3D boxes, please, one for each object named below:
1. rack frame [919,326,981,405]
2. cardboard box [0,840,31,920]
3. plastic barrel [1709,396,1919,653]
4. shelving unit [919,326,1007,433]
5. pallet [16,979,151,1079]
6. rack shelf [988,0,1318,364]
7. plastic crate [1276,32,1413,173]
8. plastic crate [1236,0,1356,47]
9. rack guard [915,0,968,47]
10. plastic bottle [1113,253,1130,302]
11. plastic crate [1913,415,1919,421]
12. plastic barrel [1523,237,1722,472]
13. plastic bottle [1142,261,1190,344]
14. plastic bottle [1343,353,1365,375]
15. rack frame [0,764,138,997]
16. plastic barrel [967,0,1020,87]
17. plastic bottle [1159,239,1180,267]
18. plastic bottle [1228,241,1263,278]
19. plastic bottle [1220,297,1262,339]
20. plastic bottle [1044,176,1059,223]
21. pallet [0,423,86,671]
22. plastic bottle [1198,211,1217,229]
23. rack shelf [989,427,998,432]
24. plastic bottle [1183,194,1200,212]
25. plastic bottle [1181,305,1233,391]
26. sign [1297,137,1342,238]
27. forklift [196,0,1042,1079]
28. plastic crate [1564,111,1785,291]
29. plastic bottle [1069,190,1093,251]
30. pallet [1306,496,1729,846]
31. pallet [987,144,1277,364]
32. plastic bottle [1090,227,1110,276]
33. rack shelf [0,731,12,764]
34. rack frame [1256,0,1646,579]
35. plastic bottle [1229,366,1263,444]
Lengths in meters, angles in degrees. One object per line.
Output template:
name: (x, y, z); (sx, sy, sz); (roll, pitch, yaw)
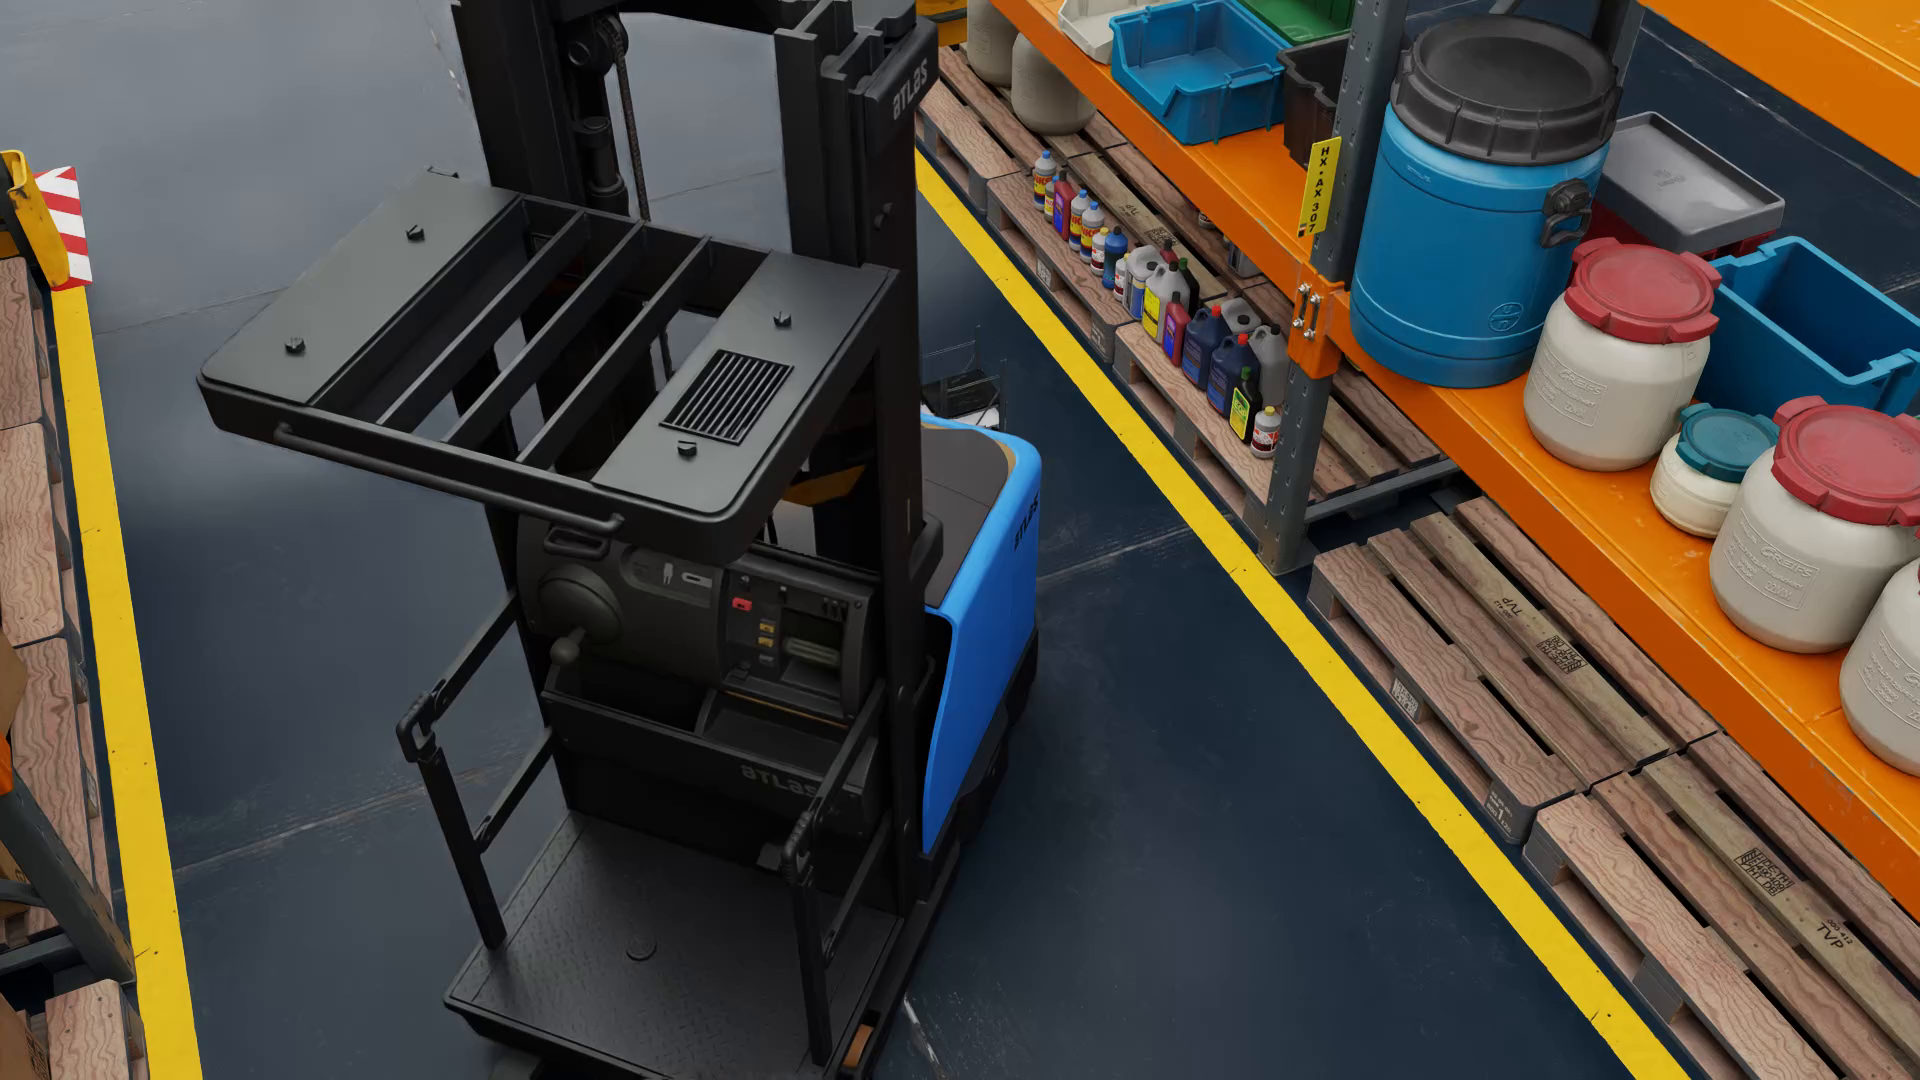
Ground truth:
rack frame: (-0.039, -0.380, 5.994); (0.240, 0.900, 0.006); (-18, 47, -17)
cardboard box: (-3.046, 0.825, 4.759); (0.500, 0.500, 0.500); (-19, 48, -19)
plastic barrel: (2.092, -0.018, 4.036); (0.433, 0.535, 0.433); (0, 45, 0)
shelving unit: (0.003, -0.315, 5.929); (0.258, 0.900, 0.210); (-18, 47, -17)
pallet: (-2.585, 1.839, 4.235); (1.003, 0.211, 1.213); (-18, 47, -17)
rack shelf: (0.739, -2.130, 6.785); (1.077, 0.370, 4.000); (-18, 47, -17)
plastic crate: (1.475, -1.461, 5.639); (0.767, 0.338, 0.504); (-18, 47, -17)
plastic crate: (1.265, -1.985, 6.276); (0.450, 0.188, 0.662); (-18, 47, -17)
rack guard: (-0.027, -2.736, 8.667); (1.175, 0.500, 0.348); (-18, 47, -17)
plastic bottle: (0.692, -1.097, 6.906); (0.097, 0.201, 0.097); (0, 45, 0)
plastic crate: (2.568, -0.010, 4.275); (0.450, 0.188, 0.662); (-18, 47, -17)
plastic barrel: (1.783, -0.485, 4.510); (0.433, 0.535, 0.433); (0, 45, 0)
plastic bottle: (0.831, -0.979, 6.679); (0.144, 0.351, 0.185); (-18, 47, -18)
plastic bottle: (1.587, -0.800, 6.546); (0.061, 0.283, 0.133); (-18, 47, -17)
rack frame: (-2.914, 0.351, 3.758); (1.000, 3.000, 0.127); (-18, 47, -17)
plastic barrel: (0.244, -2.528, 8.148); (0.421, 0.512, 0.421); (0, 45, 0)
plastic bottle: (0.863, -1.091, 6.841); (0.061, 0.283, 0.133); (-18, 47, -17)
plastic bottle: (1.235, -1.267, 7.024); (0.152, 0.276, 0.135); (-18, 47, -17)
plastic bottle: (1.091, -0.806, 6.557); (0.152, 0.276, 0.135); (-18, 47, -17)
plastic bottle: (0.421, -1.508, 7.321); (0.097, 0.201, 0.097); (0, 45, 0)
pallet: (-3.745, 0.148, 5.950); (1.003, 0.211, 1.213); (-18, 47, -17)
plastic bottle: (1.102, -1.474, 7.288); (0.097, 0.201, 0.097); (0, 45, 0)
rack shelf: (0.003, -0.355, 5.889); (0.258, 0.077, 0.200); (-18, 47, -17)
plastic bottle: (1.053, -1.609, 7.366); (0.061, 0.283, 0.133); (-18, 47, -17)
plastic bottle: (0.967, -0.773, 6.470); (0.144, 0.351, 0.185); (-20, 48, -19)
sign: (1.076, -1.055, 4.986); (0.100, 0.325, 0.005); (-18, 47, -17)
forklift: (-0.730, 0.273, 3.887); (1.130, 2.935, 3.031); (15, 46, 14)
plastic crate: (2.061, -0.916, 4.997); (0.402, 0.464, 0.583); (-18, 47, -17)
plastic bottle: (0.522, -1.380, 7.142); (0.097, 0.271, 0.097); (0, 45, 0)
pallet: (1.945, 0.370, 5.725); (1.003, 0.211, 1.213); (-18, 47, -17)
pallet: (0.819, -1.338, 7.456); (1.003, 0.211, 1.213); (-18, 47, -17)
plastic bottle: (0.606, -1.228, 7.038); (0.097, 0.201, 0.097); (0, 45, 0)
rack shelf: (-3.755, -0.667, 5.303); (1.077, 0.370, 4.000); (-18, 47, -17)
rack frame: (1.580, -1.112, 5.241); (1.000, 3.000, 0.127); (-18, 47, -17)
plastic bottle: (1.078, -0.510, 6.252); (0.061, 0.283, 0.133); (-16, 47, -15)
